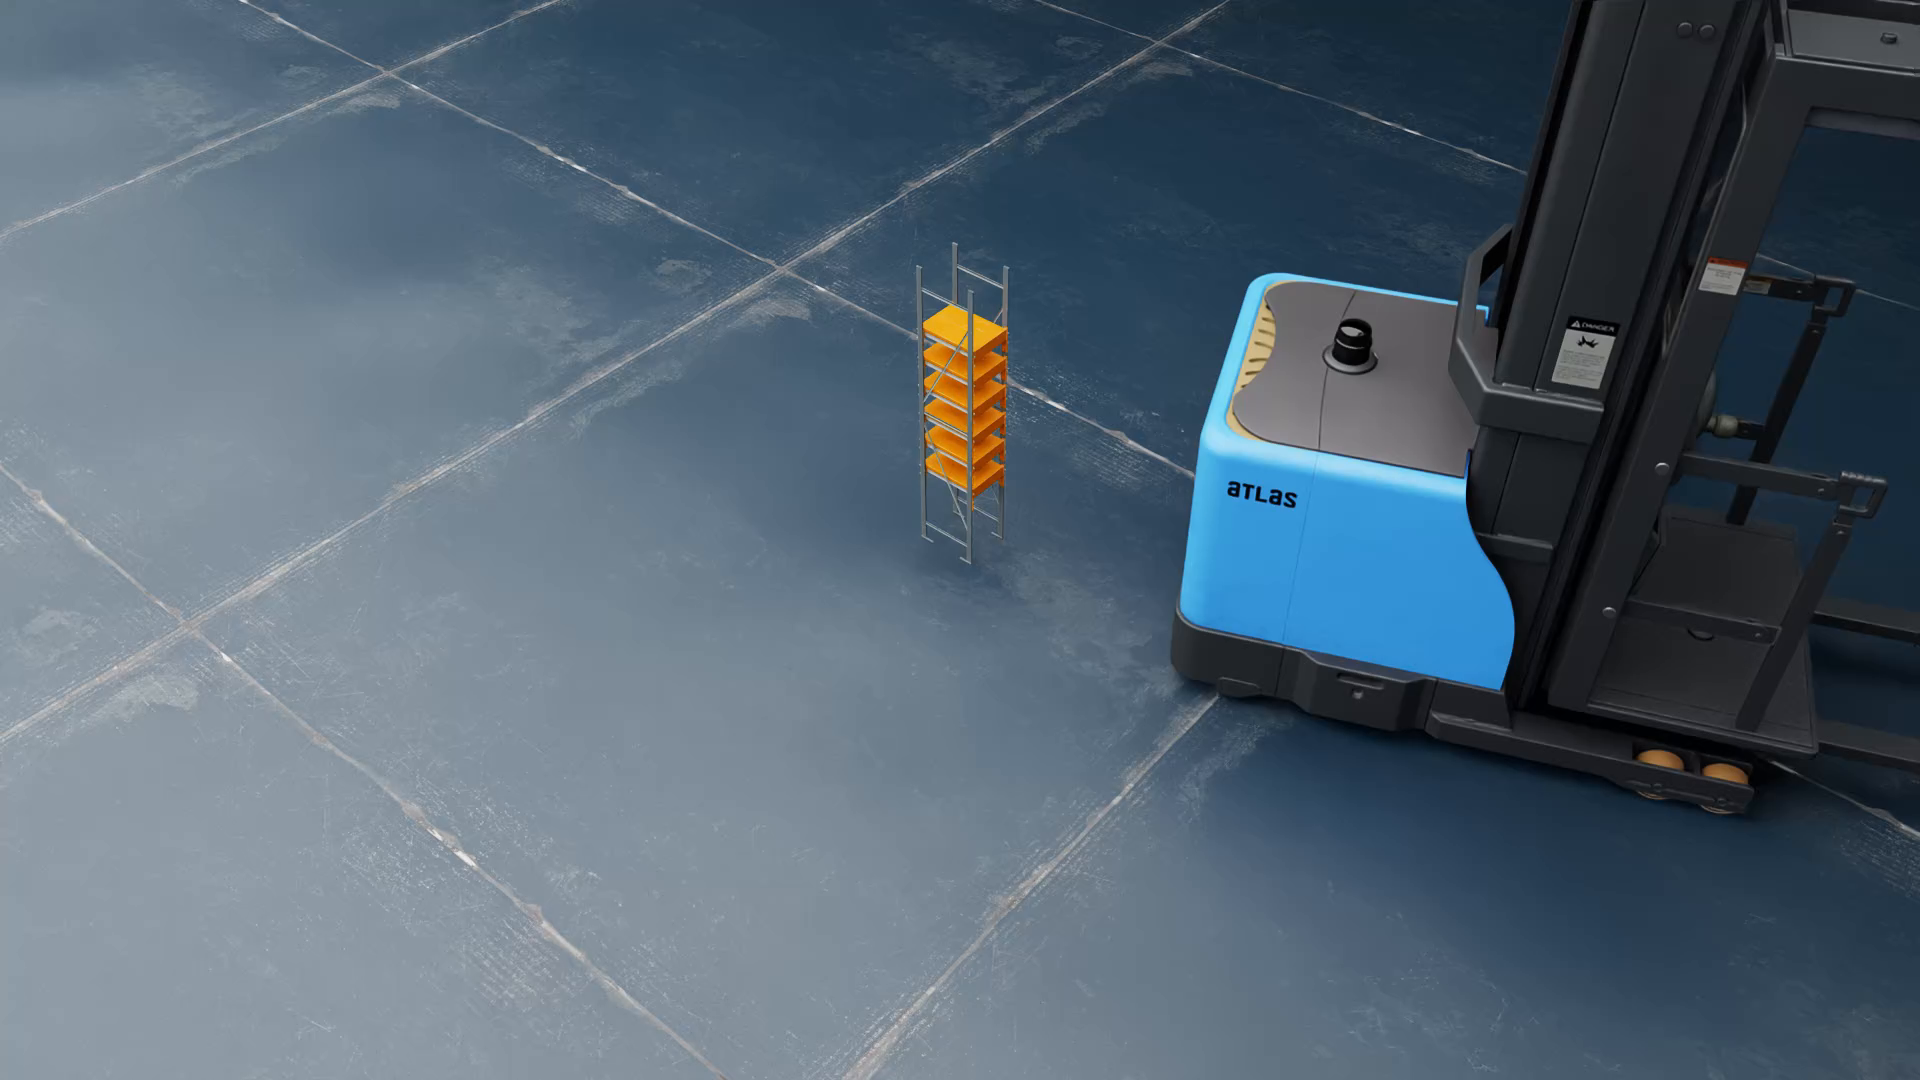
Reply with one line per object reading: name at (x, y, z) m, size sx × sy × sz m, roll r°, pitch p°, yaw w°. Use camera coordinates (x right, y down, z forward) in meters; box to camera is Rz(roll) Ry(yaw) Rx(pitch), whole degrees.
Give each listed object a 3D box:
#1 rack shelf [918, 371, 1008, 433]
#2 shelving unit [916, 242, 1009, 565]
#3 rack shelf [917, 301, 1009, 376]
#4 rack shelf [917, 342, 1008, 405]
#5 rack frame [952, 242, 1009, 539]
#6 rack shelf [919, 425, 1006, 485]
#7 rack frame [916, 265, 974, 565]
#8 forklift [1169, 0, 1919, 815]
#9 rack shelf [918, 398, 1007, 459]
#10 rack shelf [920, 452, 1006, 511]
rack shelf at (0.009, -0.507, 5.804) m, size 0.258 × 0.103 × 0.180 m, roll 29°, pitch 50°, yaw 28°
shelving unit at (0.009, -0.451, 5.855) m, size 0.258 × 1.200 × 0.189 m, roll 29°, pitch 50°, yaw 28°
rack shelf at (0.009, -0.685, 5.642) m, size 0.258 × 0.103 × 0.180 m, roll 29°, pitch 50°, yaw 28°
rack shelf at (0.009, -0.596, 5.723) m, size 0.258 × 0.103 × 0.180 m, roll 29°, pitch 50°, yaw 28°
rack frame at (0.068, -0.499, 5.906) m, size 0.240 × 1.200 × 0.006 m, roll 29°, pitch 50°, yaw 28°
rack shelf at (0.009, -0.330, 5.965) m, size 0.258 × 0.103 × 0.180 m, roll 29°, pitch 50°, yaw 28°
rack frame at (-0.050, -0.404, 5.803) m, size 0.240 × 1.200 × 0.006 m, roll 29°, pitch 50°, yaw 28°
forklift at (2.294, -0.616, 4.748) m, size 3.031 × 2.935 × 1.130 m, roll 12°, pitch 44°, yaw 13°
rack shelf at (0.009, -0.419, 5.884) m, size 0.258 × 0.103 × 0.180 m, roll 29°, pitch 50°, yaw 28°
rack shelf at (0.009, -0.241, 6.046) m, size 0.258 × 0.103 × 0.180 m, roll 29°, pitch 50°, yaw 28°
